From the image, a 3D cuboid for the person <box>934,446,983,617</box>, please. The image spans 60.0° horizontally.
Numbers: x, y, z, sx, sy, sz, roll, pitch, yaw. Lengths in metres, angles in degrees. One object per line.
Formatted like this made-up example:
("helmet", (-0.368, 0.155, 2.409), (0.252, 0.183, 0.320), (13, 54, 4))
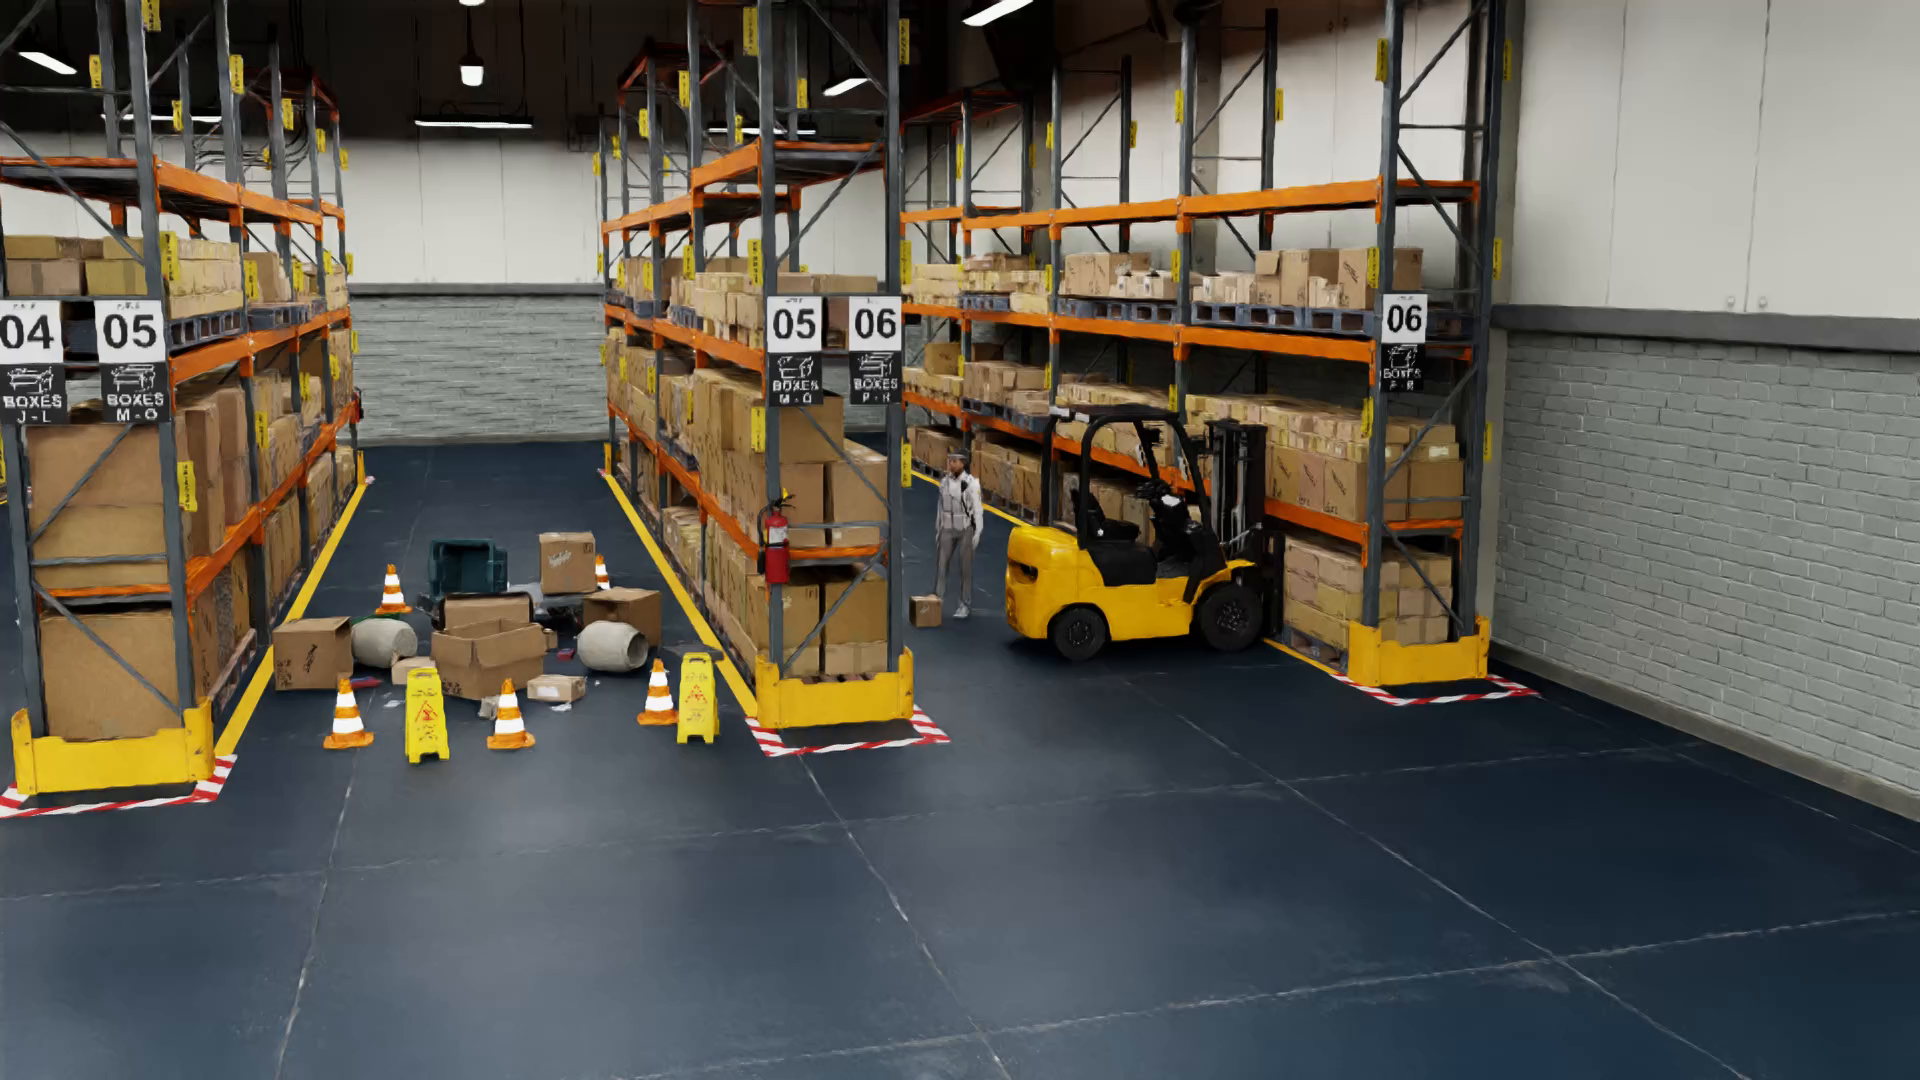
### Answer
("person", (-0.049, -0.071, 16.188), (0.484, 1.693, 0.526), (5, 10, 25))
